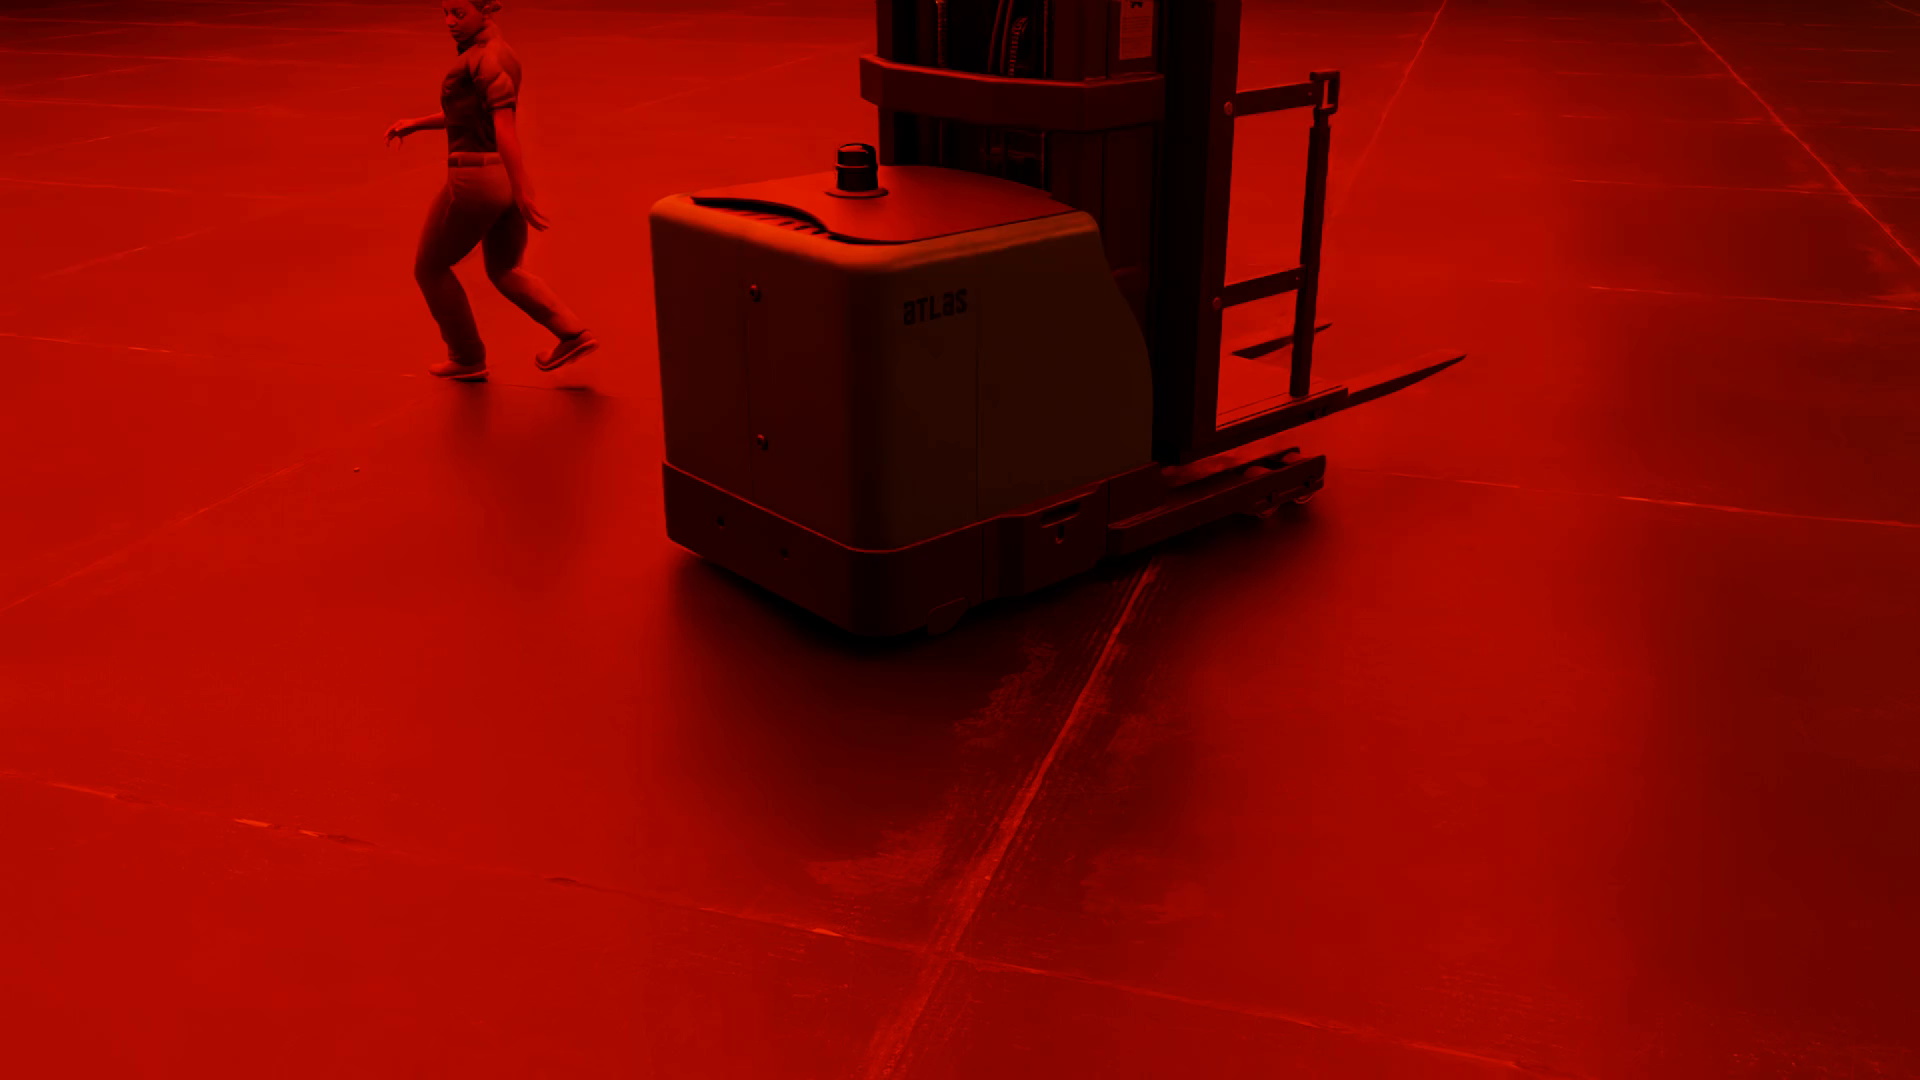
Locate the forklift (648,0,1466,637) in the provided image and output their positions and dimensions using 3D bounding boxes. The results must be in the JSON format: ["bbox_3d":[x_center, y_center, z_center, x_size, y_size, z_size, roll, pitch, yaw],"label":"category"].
[{"bbox_3d":[0.551,-1.554,5.044,3.031,2.935,1.130,-19,29,-38],"label":"forklift"}]

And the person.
[{"bbox_3d":[-1.803,-1.345,6.346,0.776,1.582,0.507,7,24,17],"label":"person"}]
